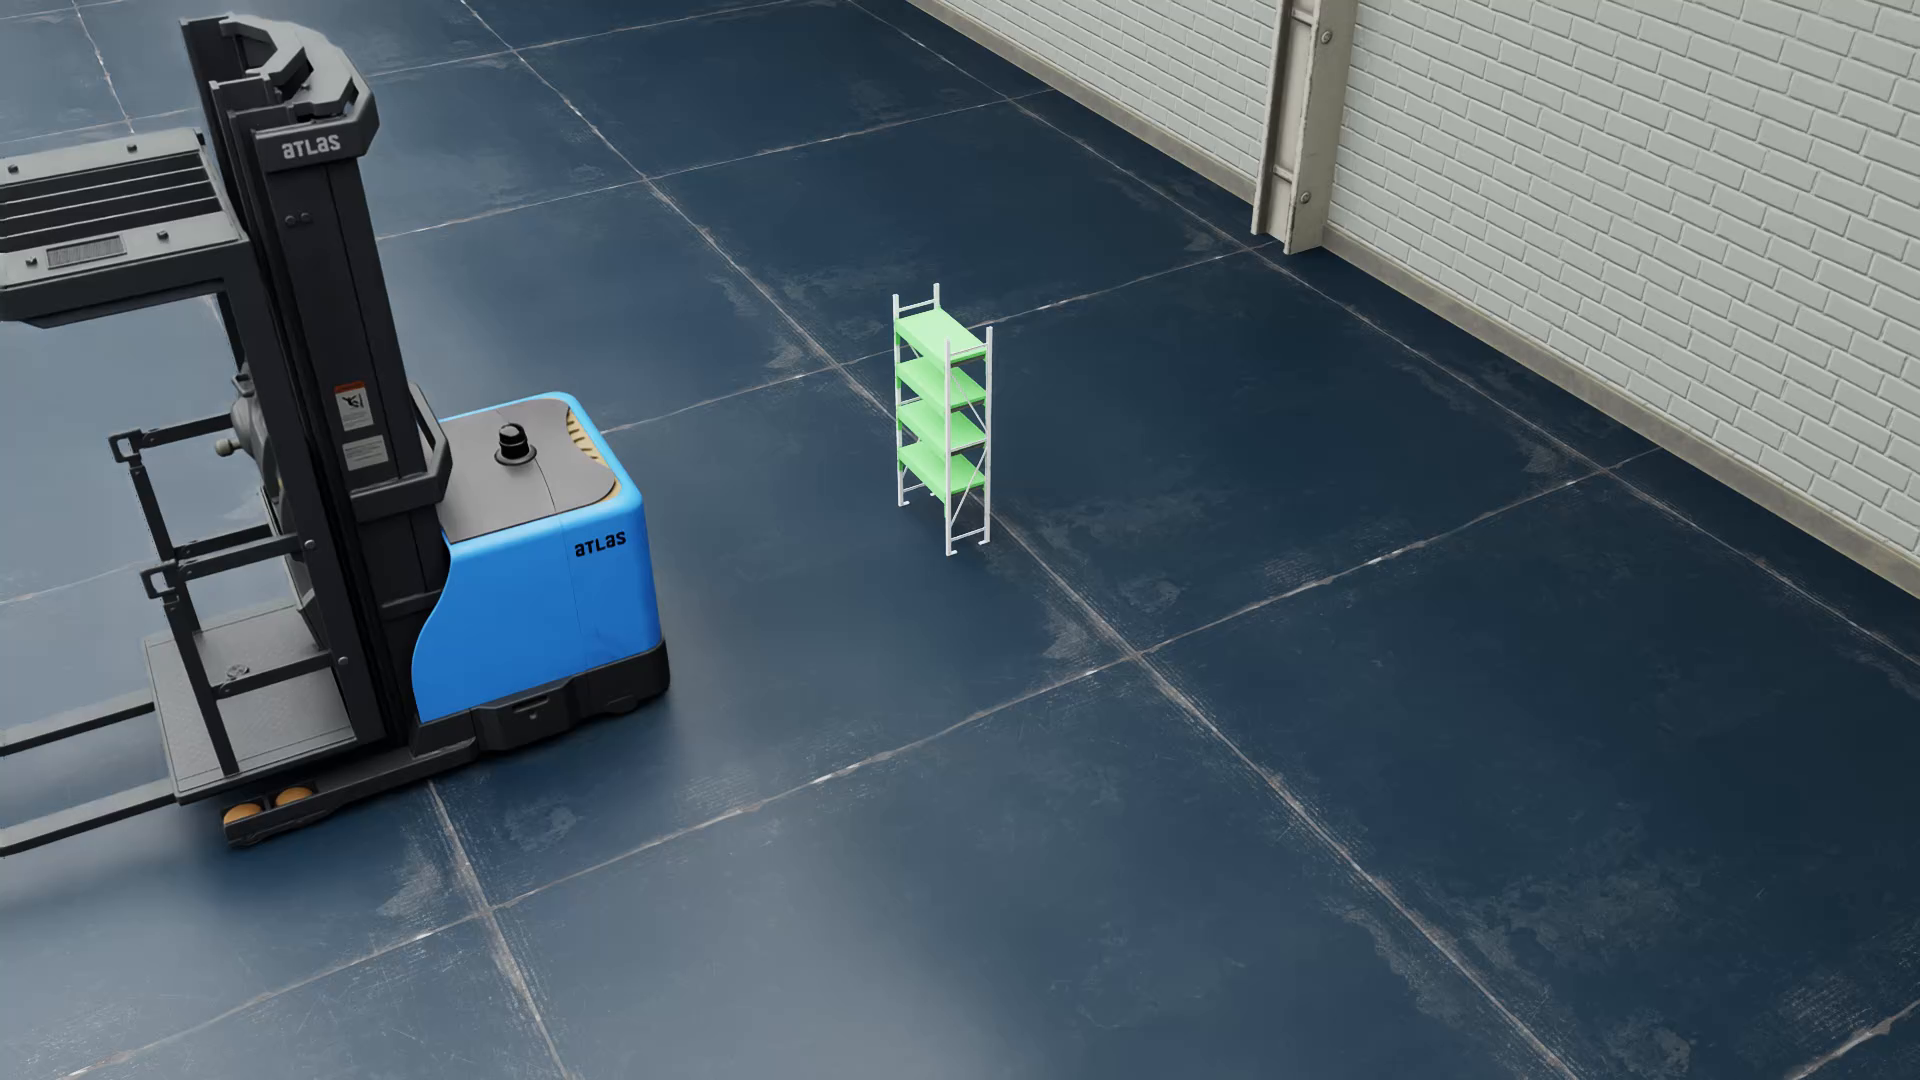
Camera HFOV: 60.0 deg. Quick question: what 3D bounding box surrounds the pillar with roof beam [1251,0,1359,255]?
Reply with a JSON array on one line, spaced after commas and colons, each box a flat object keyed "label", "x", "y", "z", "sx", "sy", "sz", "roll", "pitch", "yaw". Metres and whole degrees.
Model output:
[{"label": "pillar with roof beam", "x": -1.561, "y": -4.352, "z": 6.580, "sx": 9.100, "sy": 9.000, "sz": 0.400, "roll": -19, "pitch": 40, "yaw": -24}]

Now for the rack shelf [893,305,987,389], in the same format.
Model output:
[{"label": "rack shelf", "x": -0.083, "y": -0.905, "z": 7.766, "sx": 0.258, "sy": 0.148, "sz": 0.480, "roll": -19, "pitch": 40, "yaw": -24}]

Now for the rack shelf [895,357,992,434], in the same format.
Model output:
[{"label": "rack shelf", "x": -0.083, "y": -0.711, "z": 7.908, "sx": 0.258, "sy": 0.148, "sz": 0.480, "roll": -19, "pitch": 40, "yaw": -24}]

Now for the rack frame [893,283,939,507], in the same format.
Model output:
[{"label": "rack frame", "x": -0.206, "y": -0.693, "z": 8.182, "sx": 0.240, "sy": 1.200, "sz": 0.015, "roll": -19, "pitch": 40, "yaw": -24}]

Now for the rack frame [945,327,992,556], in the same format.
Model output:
[{"label": "rack frame", "x": 0.039, "y": -0.445, "z": 7.841, "sx": 0.240, "sy": 1.200, "sz": 0.015, "roll": -19, "pitch": 40, "yaw": -24}]

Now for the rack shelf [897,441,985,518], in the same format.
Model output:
[{"label": "rack shelf", "x": -0.083, "y": -0.324, "z": 8.191, "sx": 0.258, "sy": 0.148, "sz": 0.480, "roll": -19, "pitch": 40, "yaw": -24}]

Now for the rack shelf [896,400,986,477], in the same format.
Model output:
[{"label": "rack shelf", "x": -0.083, "y": -0.517, "z": 8.049, "sx": 0.258, "sy": 0.148, "sz": 0.480, "roll": -19, "pitch": 40, "yaw": -24}]

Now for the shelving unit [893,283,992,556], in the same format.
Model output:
[{"label": "shelving unit", "x": -0.083, "y": -0.569, "z": 8.012, "sx": 0.258, "sy": 1.200, "sz": 0.503, "roll": -19, "pitch": 40, "yaw": -24}]

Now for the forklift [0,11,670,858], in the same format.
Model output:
[{"label": "forklift", "x": -2.813, "y": -0.330, "z": 6.217, "sx": 3.031, "sy": 2.935, "sz": 1.130, "roll": -18, "pitch": 40, "yaw": -23}]
